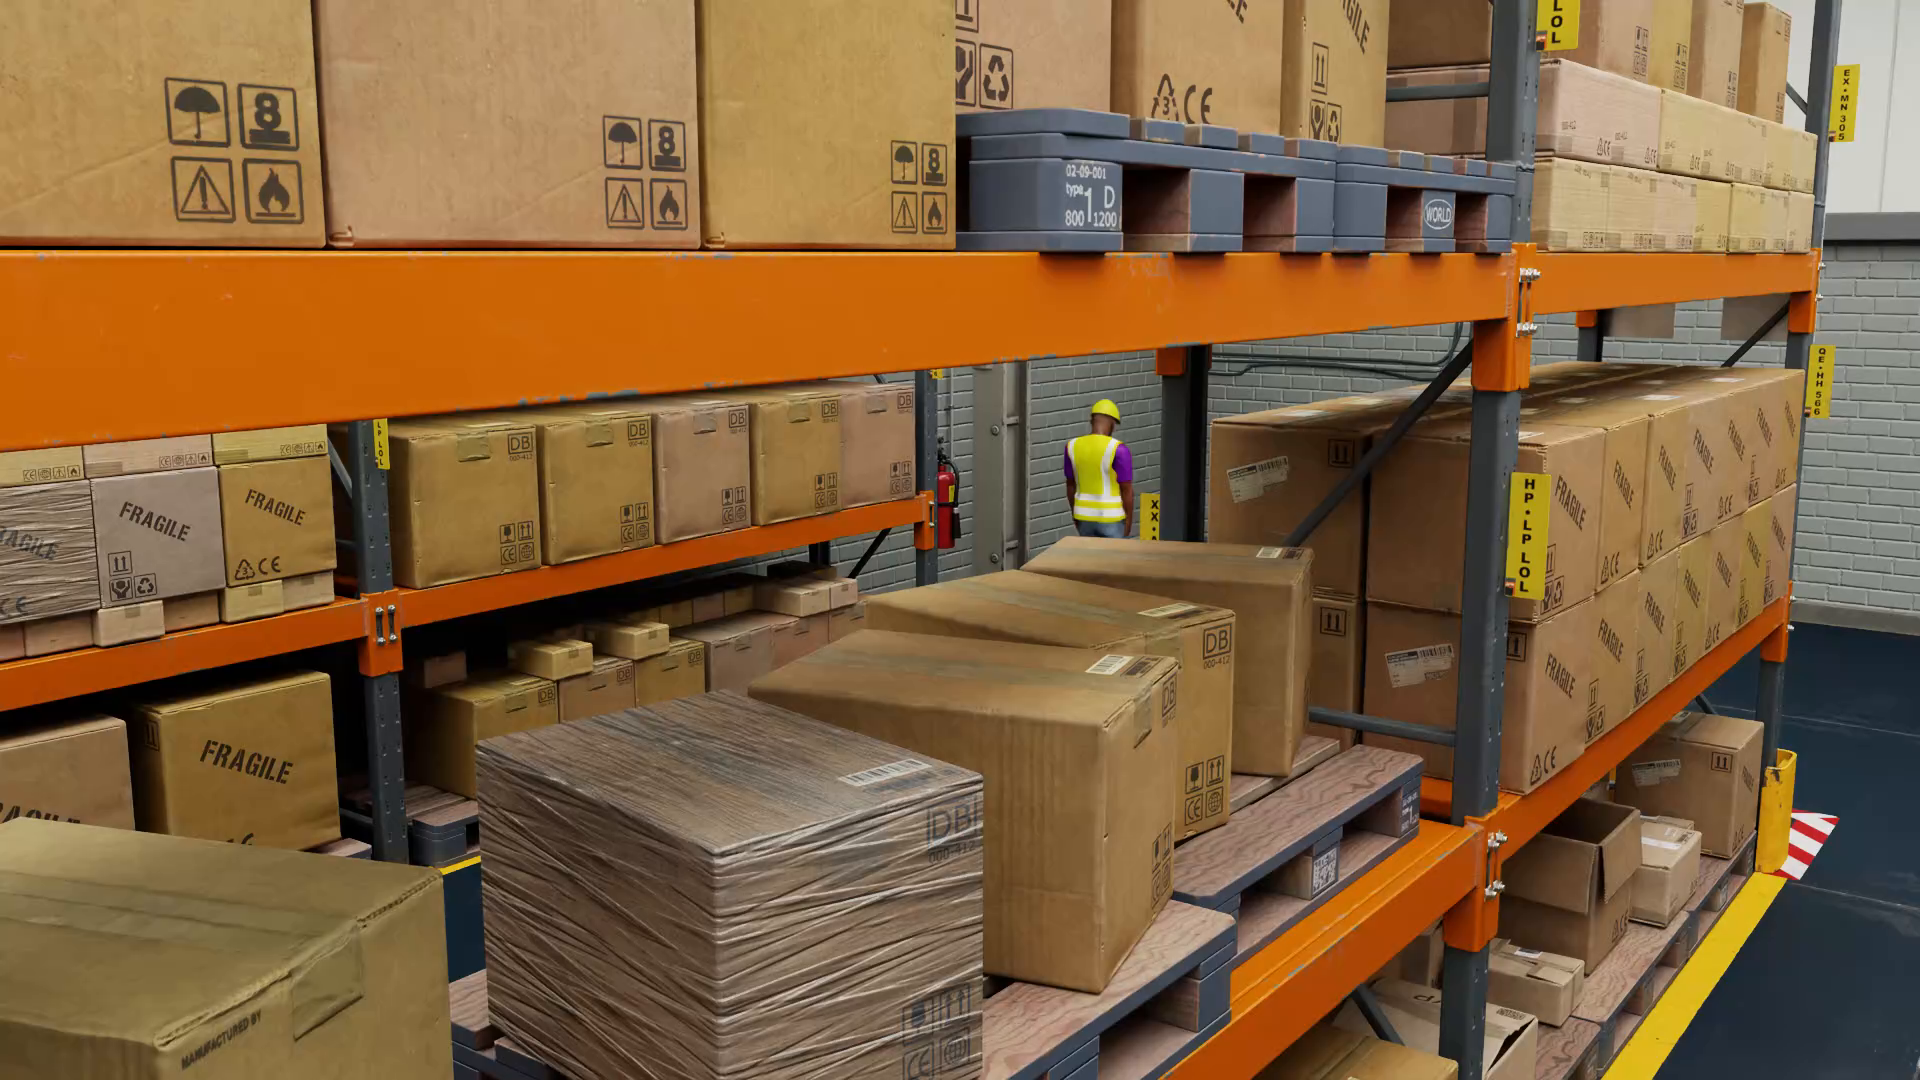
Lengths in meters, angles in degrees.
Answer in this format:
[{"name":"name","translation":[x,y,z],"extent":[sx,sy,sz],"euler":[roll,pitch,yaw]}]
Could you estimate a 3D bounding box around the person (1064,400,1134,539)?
[{"name":"person","translation":[1.041,-0.156,12.280],"extent":[0.573,1.754,0.384],"euler":[7,12,37]}]
